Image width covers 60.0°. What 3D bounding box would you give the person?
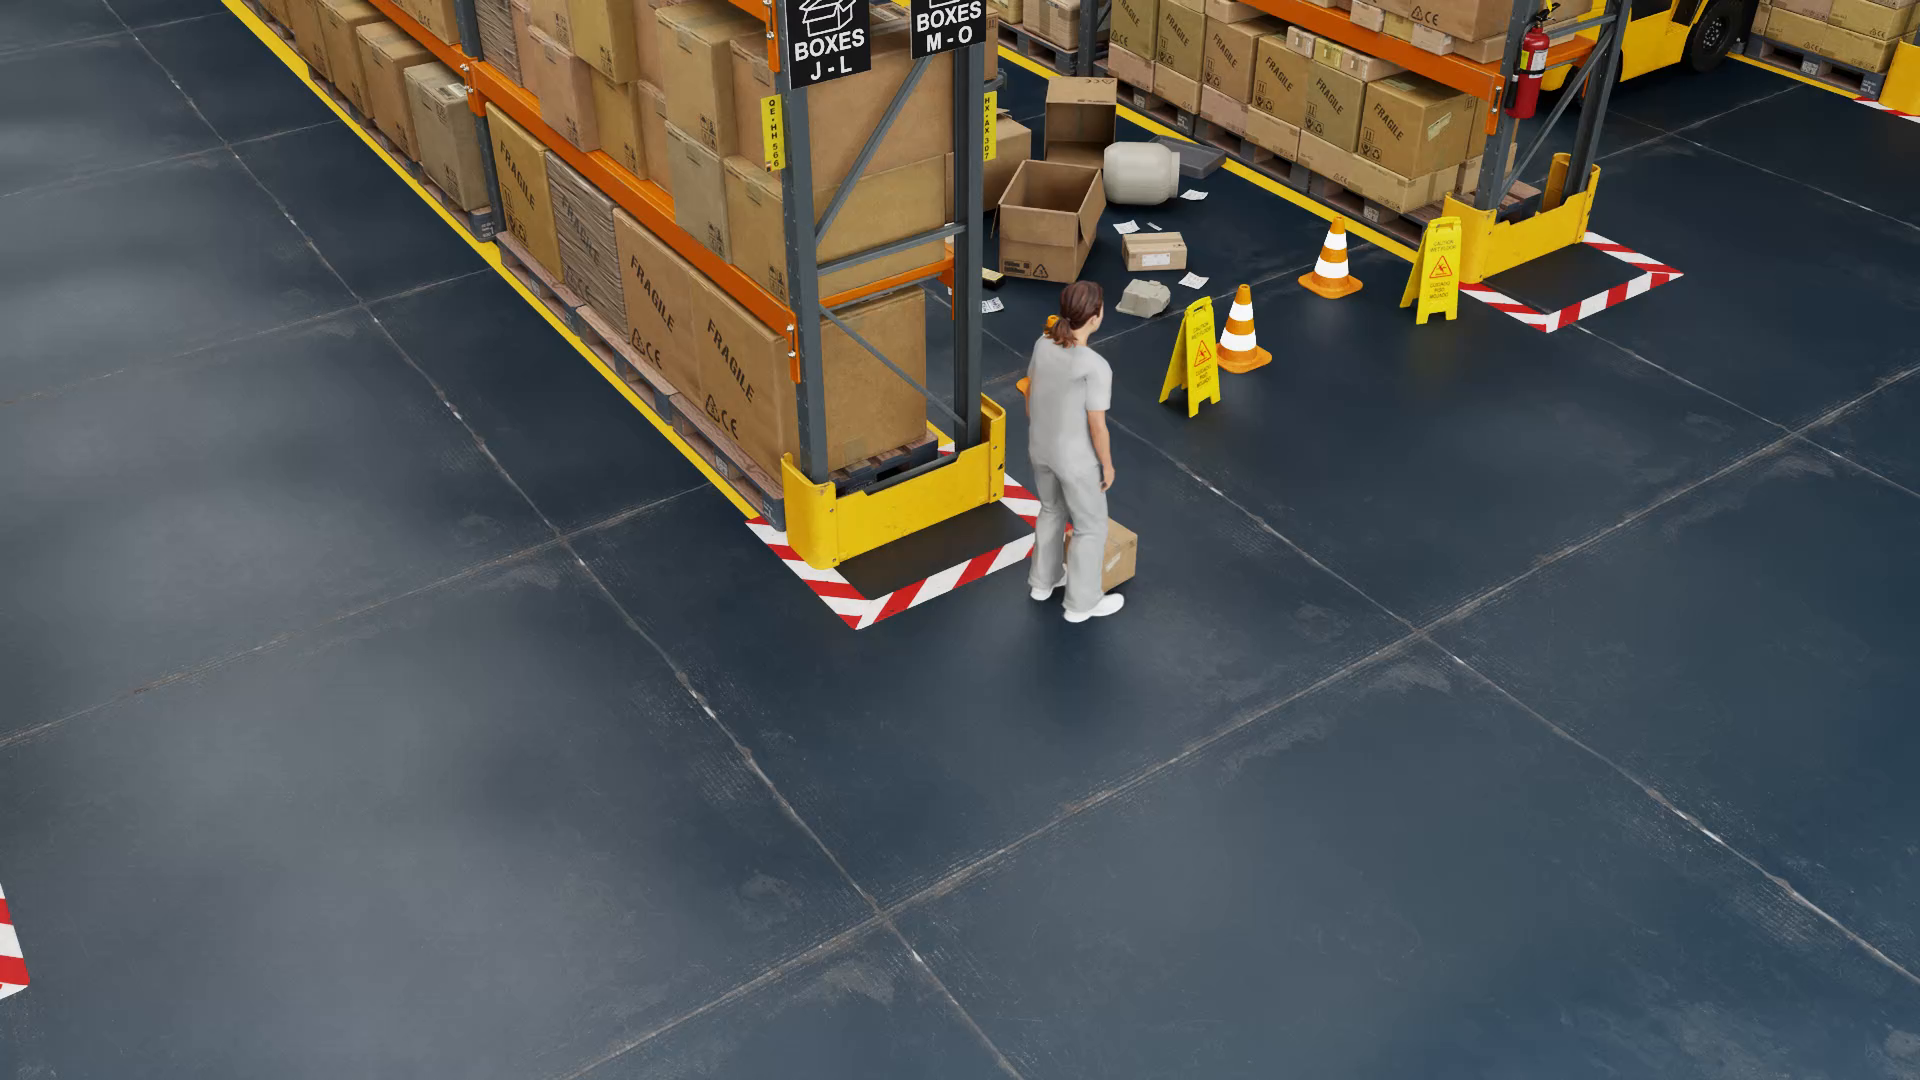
[{"bbox_3d":[0.506,-0.393,7.534,0.362,1.671,0.501,-29,45,-33],"label":"person"}]
